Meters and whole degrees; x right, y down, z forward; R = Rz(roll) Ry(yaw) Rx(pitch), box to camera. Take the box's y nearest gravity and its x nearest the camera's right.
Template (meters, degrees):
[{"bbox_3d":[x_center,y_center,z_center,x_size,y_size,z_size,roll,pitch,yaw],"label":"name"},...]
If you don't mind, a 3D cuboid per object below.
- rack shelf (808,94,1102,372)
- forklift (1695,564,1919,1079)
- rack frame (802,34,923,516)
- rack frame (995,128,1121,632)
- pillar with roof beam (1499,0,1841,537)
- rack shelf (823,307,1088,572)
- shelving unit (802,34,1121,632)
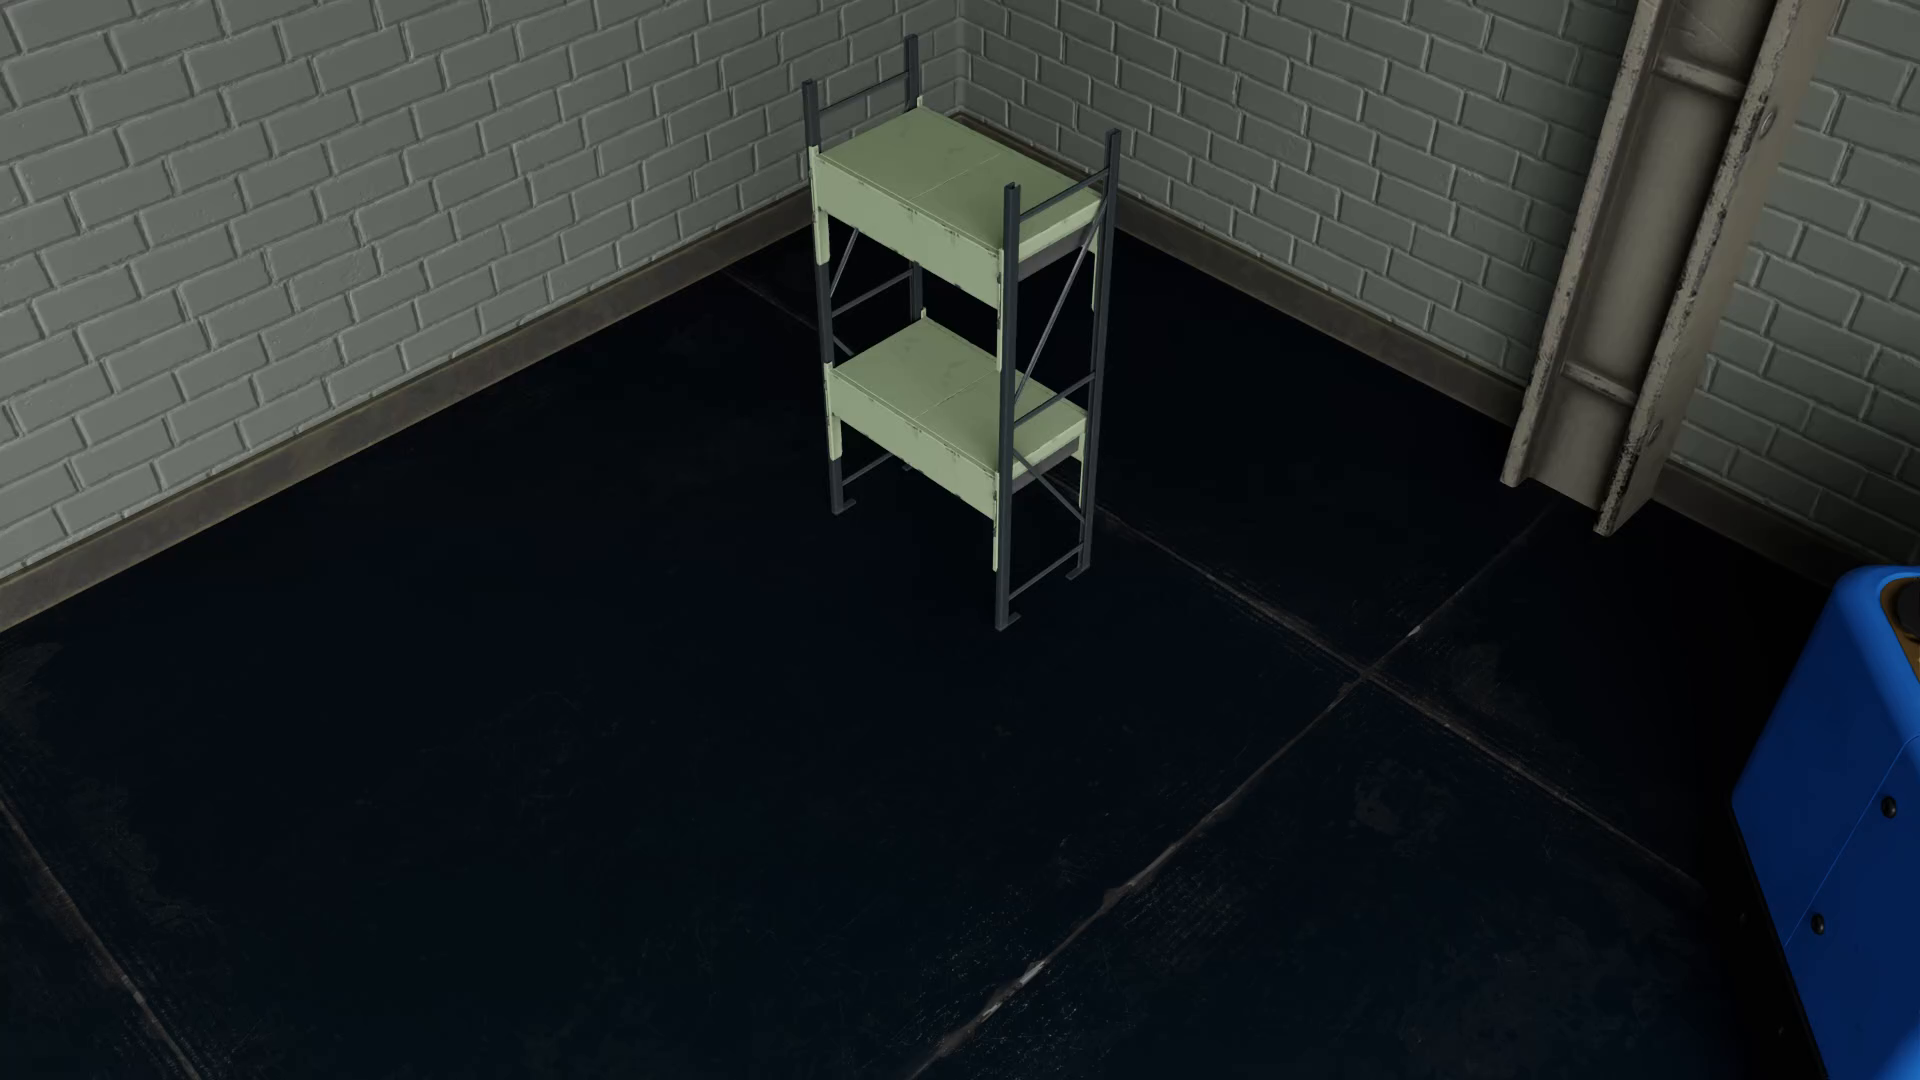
[{"bbox_3d":[-0.005,-0.841,4.480,0.431,0.370,0.720,-34,53,-31],"label":"rack shelf"},{"bbox_3d":[3.371,0.144,2.934,3.031,2.935,1.130,2,43,2],"label":"forklift"},{"bbox_3d":[-0.263,-0.730,4.935,0.400,1.500,0.023,-34,53,-31],"label":"rack frame"},{"bbox_3d":[0.254,-0.378,4.554,0.400,1.500,0.023,-34,53,-31],"label":"rack frame"},{"bbox_3d":[-1.031,-1.418,0.153,9.100,9.000,0.400,-34,53,-31],"label":"pillar with roof beam"},{"bbox_3d":[-0.005,-0.315,4.966,0.431,0.370,0.720,-34,53,-31],"label":"rack shelf"},{"bbox_3d":[-0.005,-0.554,4.744,0.431,1.500,0.755,-34,53,-31],"label":"shelving unit"}]
